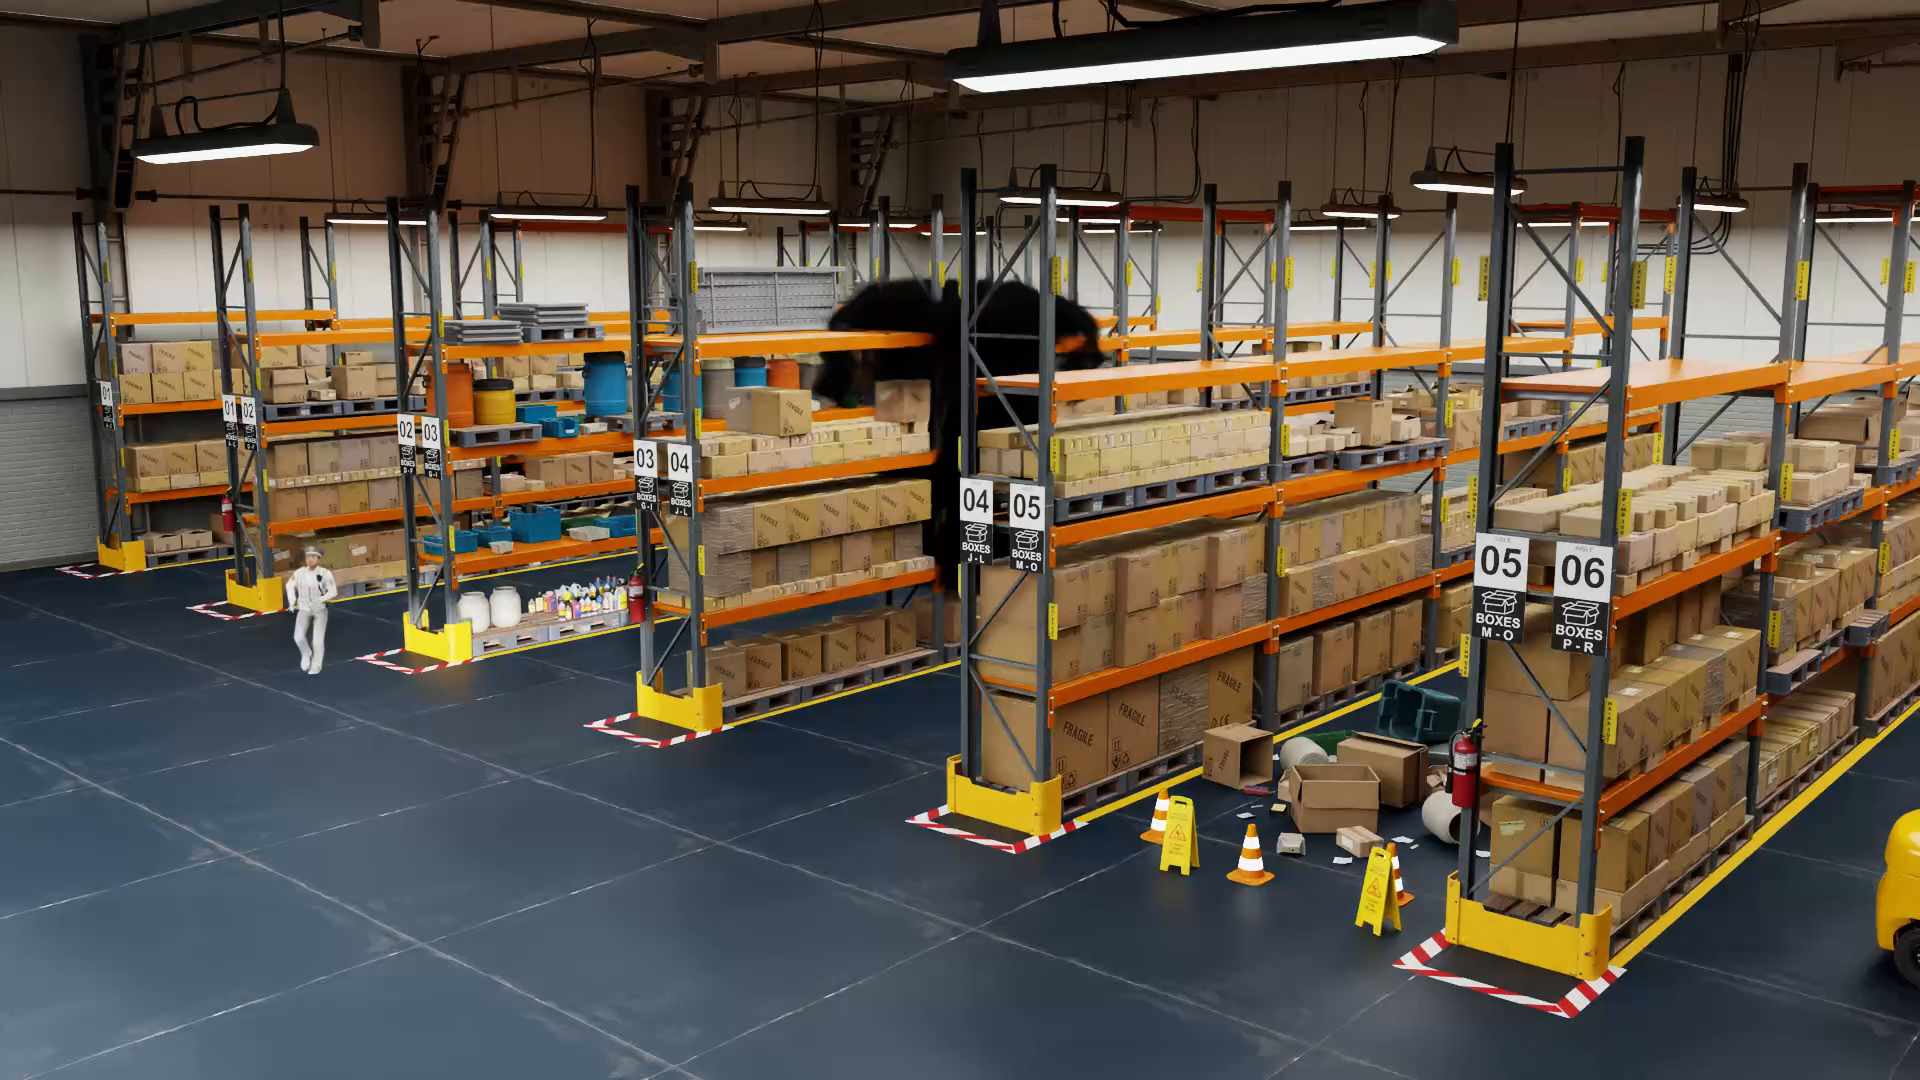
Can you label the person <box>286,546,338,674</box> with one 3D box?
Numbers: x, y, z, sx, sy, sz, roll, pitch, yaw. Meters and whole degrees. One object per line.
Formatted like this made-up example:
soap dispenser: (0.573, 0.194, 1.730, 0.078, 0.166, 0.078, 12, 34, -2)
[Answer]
person: (-8.152, 0.889, 20.893, 0.623, 1.646, 0.544, -2, 10, -12)
